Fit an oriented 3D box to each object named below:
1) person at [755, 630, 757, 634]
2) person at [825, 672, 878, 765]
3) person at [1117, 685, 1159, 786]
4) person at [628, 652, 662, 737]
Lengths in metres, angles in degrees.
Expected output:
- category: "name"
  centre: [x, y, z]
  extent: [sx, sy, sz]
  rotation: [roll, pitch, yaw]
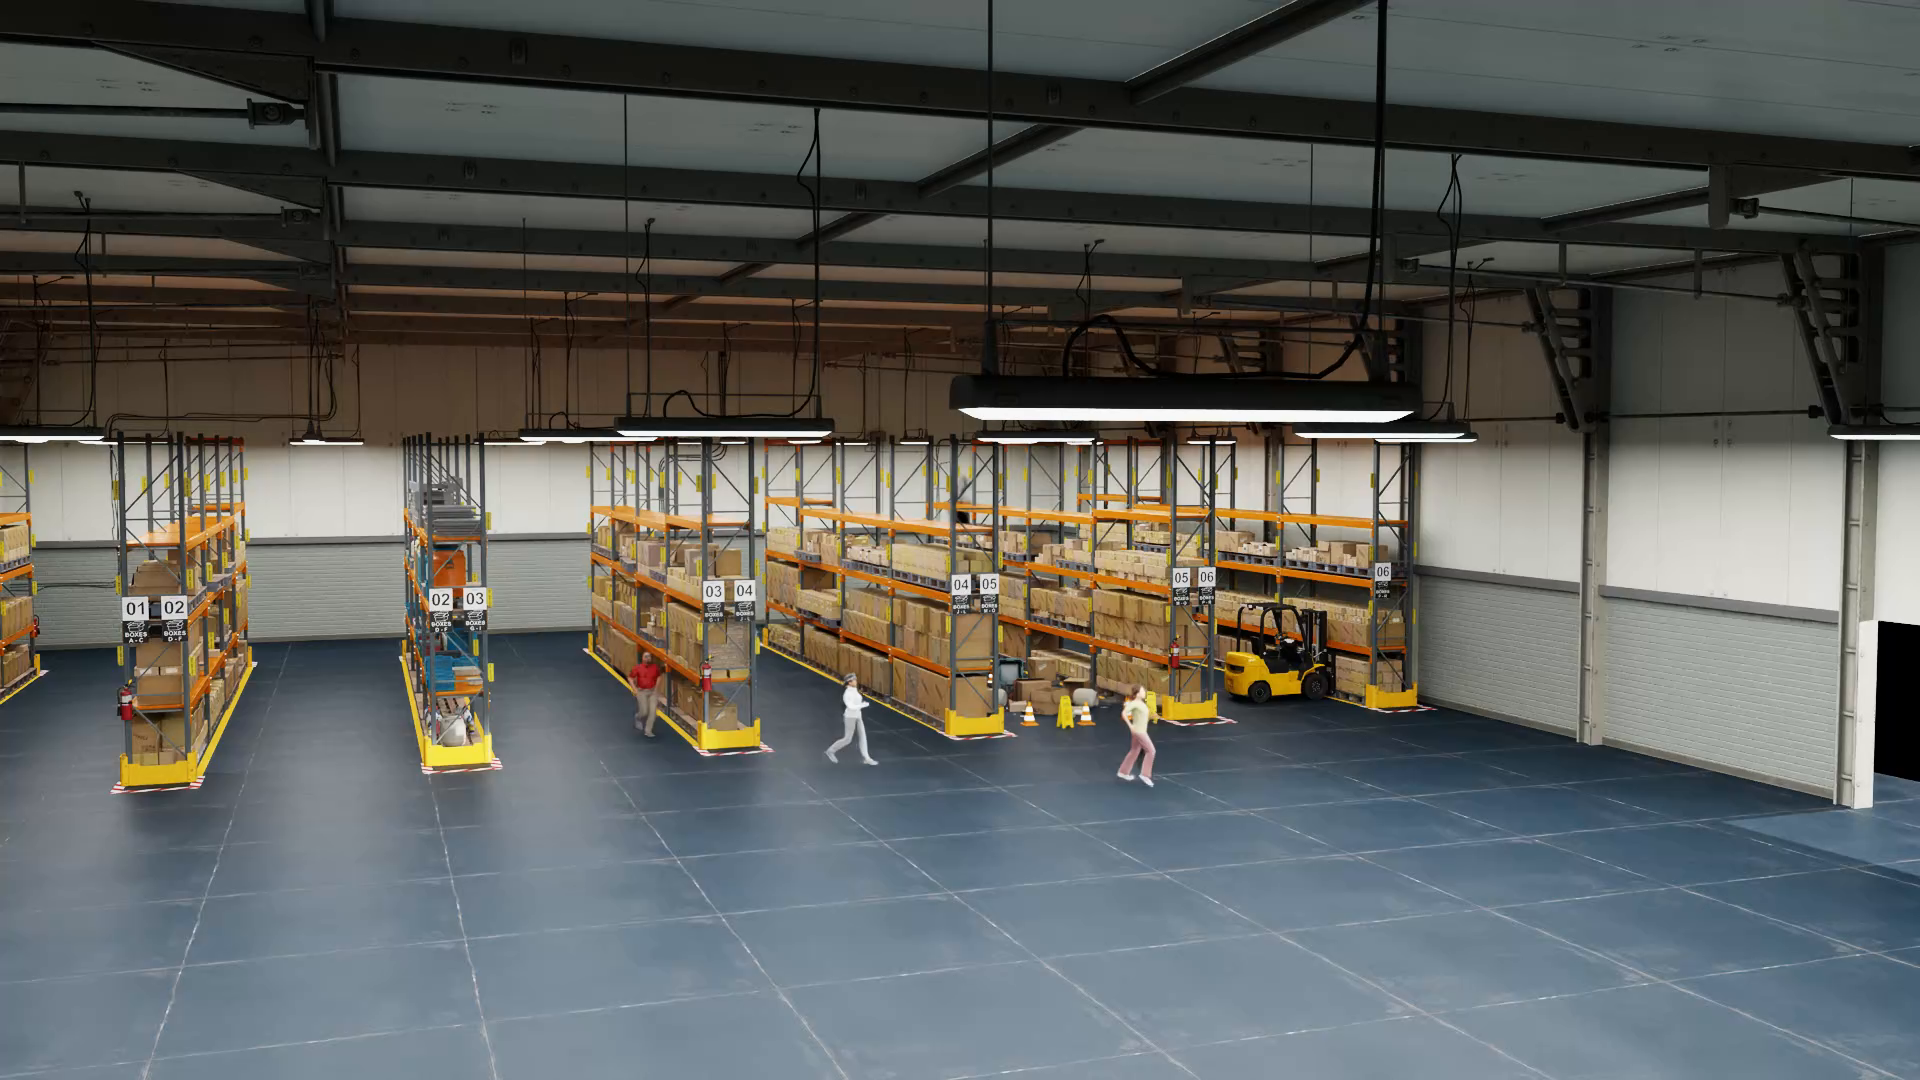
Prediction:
- category: "person"
  centre: [-6.236, 2.244, 49.037]
  extent: [0.579, 1.565, 0.590]
  rotation: [-2, 4, -36]
- category: "person"
  centre: [-1.937, 3.200, 29.831]
  extent: [0.940, 1.672, 0.620]
  rotation: [1, 3, 13]
- category: "person"
  centre: [3.025, 3.322, 28.269]
  extent: [0.730, 1.720, 0.545]
  rotation: [1, 3, 12]
- category: "person"
  centre: [-6.230, 3.050, 33.020]
  extent: [0.679, 1.678, 0.619]
  rotation: [-2, 4, -31]
